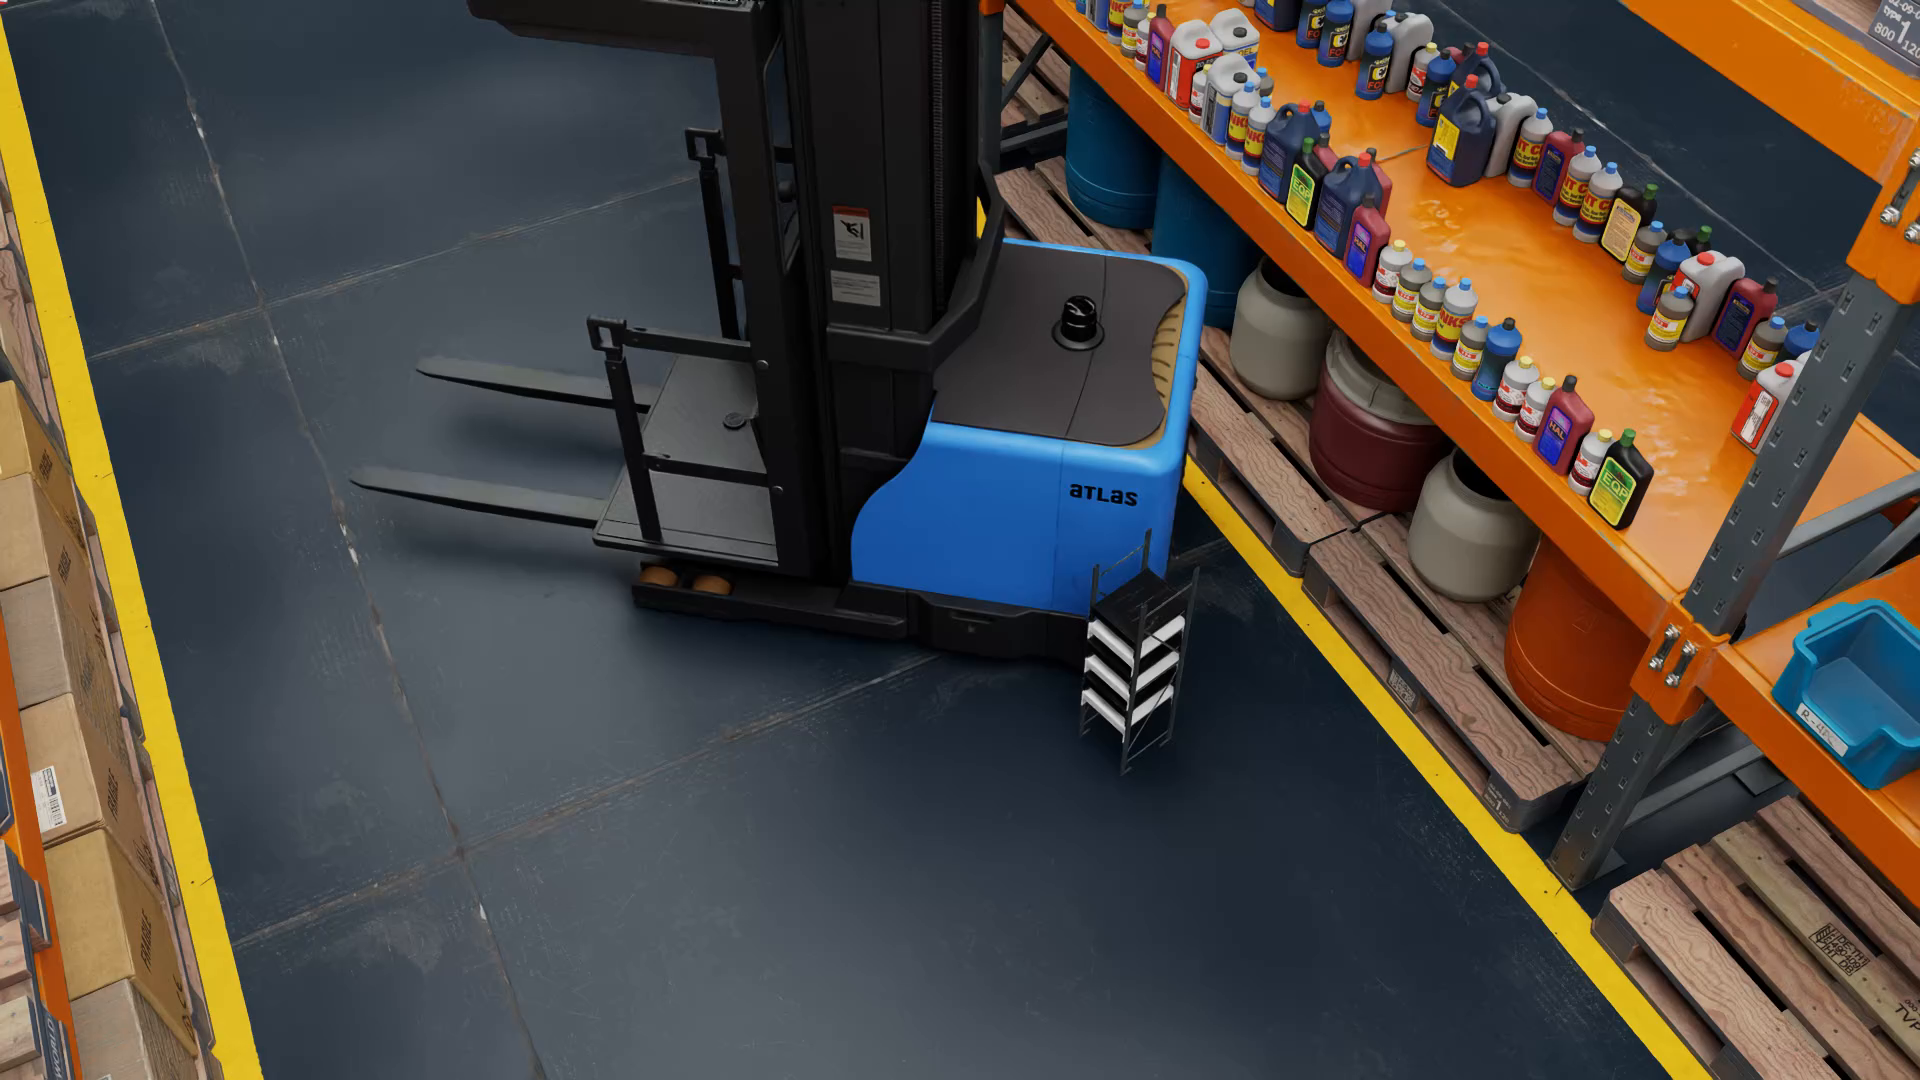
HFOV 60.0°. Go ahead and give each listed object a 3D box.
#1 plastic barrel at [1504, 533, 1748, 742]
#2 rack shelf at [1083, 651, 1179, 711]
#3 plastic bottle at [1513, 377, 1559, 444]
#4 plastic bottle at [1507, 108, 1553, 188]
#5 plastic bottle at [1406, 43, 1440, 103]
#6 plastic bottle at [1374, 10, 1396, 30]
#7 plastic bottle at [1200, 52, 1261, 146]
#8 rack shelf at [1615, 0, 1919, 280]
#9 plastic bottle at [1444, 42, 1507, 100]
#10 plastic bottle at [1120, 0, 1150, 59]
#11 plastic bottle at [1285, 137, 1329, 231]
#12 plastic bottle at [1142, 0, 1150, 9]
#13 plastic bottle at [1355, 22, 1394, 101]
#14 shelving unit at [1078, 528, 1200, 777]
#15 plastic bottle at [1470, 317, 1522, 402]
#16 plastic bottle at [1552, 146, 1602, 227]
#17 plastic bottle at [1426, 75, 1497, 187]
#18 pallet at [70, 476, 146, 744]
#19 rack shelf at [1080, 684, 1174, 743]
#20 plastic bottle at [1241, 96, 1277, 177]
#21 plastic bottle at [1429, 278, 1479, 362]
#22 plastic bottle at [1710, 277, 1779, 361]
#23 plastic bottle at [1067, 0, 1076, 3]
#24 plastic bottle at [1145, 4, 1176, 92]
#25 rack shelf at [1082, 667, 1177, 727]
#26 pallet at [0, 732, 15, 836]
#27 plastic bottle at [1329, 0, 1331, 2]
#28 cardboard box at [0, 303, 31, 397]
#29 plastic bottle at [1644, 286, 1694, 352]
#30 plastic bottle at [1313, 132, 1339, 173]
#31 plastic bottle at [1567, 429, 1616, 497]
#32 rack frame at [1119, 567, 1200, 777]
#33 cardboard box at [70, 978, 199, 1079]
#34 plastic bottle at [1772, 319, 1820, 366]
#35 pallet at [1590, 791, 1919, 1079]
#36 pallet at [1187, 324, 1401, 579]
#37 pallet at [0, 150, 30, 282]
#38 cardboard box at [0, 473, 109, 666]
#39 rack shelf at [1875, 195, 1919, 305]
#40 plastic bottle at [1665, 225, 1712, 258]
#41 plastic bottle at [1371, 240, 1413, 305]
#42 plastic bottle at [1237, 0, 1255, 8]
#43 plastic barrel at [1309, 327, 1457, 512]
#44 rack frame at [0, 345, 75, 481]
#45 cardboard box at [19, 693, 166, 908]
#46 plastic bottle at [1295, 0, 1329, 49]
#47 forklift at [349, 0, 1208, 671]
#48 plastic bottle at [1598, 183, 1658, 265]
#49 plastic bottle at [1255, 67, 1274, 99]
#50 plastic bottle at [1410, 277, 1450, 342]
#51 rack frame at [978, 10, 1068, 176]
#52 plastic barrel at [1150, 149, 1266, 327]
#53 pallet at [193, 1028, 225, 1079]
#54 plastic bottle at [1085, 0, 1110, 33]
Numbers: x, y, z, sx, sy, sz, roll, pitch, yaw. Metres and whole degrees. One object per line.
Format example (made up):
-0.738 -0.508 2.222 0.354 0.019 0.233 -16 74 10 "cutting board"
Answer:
2.113 0.174 5.268 0.600 0.830 0.708 -21 52 -18 "plastic barrel"
0.559 0.400 5.347 0.258 0.077 0.200 -33 56 -25 "rack shelf"
1.645 -0.377 4.719 0.097 0.201 0.097 0 49 0 "plastic bottle"
1.884 -1.300 5.479 0.097 0.271 0.097 0 49 0 "plastic bottle"
1.632 -1.645 5.828 0.097 0.201 0.097 0 49 0 "plastic bottle"
1.526 -1.800 5.964 0.097 0.201 0.097 0 49 0 "plastic bottle"
0.925 -1.501 5.653 0.152 0.276 0.135 -21 52 -18 "plastic bottle"
1.437 -2.170 4.641 1.077 0.370 4.000 -21 52 -18 "rack shelf"
1.737 -1.502 5.604 0.144 0.351 0.185 -21 52 -18 "plastic bottle"
0.635 -1.855 6.011 0.097 0.201 0.097 0 49 0 "plastic bottle"
1.119 -1.144 5.336 0.061 0.283 0.133 -21 52 -18 "plastic bottle"
0.665 -2.062 6.193 0.097 0.201 0.097 0 49 0 "plastic bottle"
1.453 -1.681 5.813 0.097 0.271 0.097 0 49 0 "plastic bottle"
0.559 0.378 5.322 0.258 0.900 0.210 -33 56 -25 "shelving unit"
1.556 -0.531 4.807 0.097 0.271 0.097 0 49 0 "plastic bottle"
1.990 -1.145 5.344 0.097 0.271 0.097 0 49 0 "plastic bottle"
1.664 -1.360 5.479 0.144 0.351 0.185 -21 52 -18 "plastic bottle"
-3.479 0.395 5.764 1.003 0.211 1.213 -21 52 -18 "pallet"
0.559 0.518 5.482 0.258 0.077 0.200 -33 56 -25 "rack shelf"
0.998 -1.348 5.521 0.097 0.271 0.097 0 49 0 "plastic bottle"
1.467 -0.661 4.921 0.097 0.271 0.097 0 49 0 "plastic bottle"
2.332 -0.679 4.929 0.061 0.283 0.133 -21 52 -18 "plastic bottle"
0.440 -2.140 6.261 0.097 0.201 0.097 0 49 0 "plastic bottle"
0.716 -1.733 5.850 0.061 0.283 0.133 -21 52 -18 "plastic bottle"
0.559 0.459 5.415 0.258 0.077 0.200 -33 56 -25 "rack shelf"
-2.948 0.386 4.047 1.003 0.211 1.213 -21 52 -18 "pallet"
1.387 -1.983 6.074 0.152 0.276 0.135 -21 52 -18 "plastic bottle"
-3.884 -0.670 6.337 0.500 0.311 0.500 -21 52 -18 "cardboard box"
2.127 -0.671 4.976 0.097 0.201 0.097 0 49 0 "plastic bottle"
1.173 -1.165 5.354 0.061 0.283 0.133 -21 52 -18 "plastic bottle"
1.751 -0.223 4.584 0.097 0.201 0.097 0 49 0 "plastic bottle"
0.625 0.436 5.271 0.240 0.900 0.006 -33 56 -25 "rack frame"
-2.253 1.549 4.271 0.500 0.500 0.500 -23 53 -19 "cardboard box"
2.413 -0.527 4.803 0.097 0.271 0.097 0 49 0 "plastic bottle"
2.672 1.369 4.913 1.003 0.211 1.213 -21 52 -18 "pallet"
1.400 -0.492 6.540 1.003 0.211 1.213 -21 52 -18 "pallet"
-4.760 -1.414 7.347 1.003 0.211 1.213 -21 52 -18 "pallet"
-3.185 0.189 5.460 0.500 0.500 0.500 -21 52 -17 "cardboard box"
3.267 0.507 2.299 1.077 0.370 4.000 -21 52 -18 "rack shelf"
2.209 -0.859 5.086 0.061 0.283 0.133 -21 52 -18 "plastic bottle"
1.334 -0.833 5.118 0.097 0.201 0.097 0 49 0 "plastic bottle"
1.105 -2.190 6.205 0.144 0.351 0.185 -21 52 -18 "plastic bottle"
1.596 -0.503 6.020 0.600 0.588 0.708 -21 52 -18 "plastic barrel"
-3.884 -1.055 5.180 1.000 3.000 0.127 -21 52 -18 "rack frame"
-2.721 0.864 4.870 0.500 0.500 0.500 -23 53 -19 "cardboard box"
1.285 -1.926 6.027 0.097 0.271 0.097 0 49 0 "plastic bottle"
-0.714 -1.065 5.235 3.031 2.935 1.130 8 49 7 "forklift"
2.103 -1.013 5.221 0.061 0.283 0.133 -21 52 -18 "plastic bottle"
1.027 -1.532 5.729 0.097 0.201 0.097 0 49 0 "plastic bottle"
1.423 -0.703 5.004 0.097 0.201 0.097 0 49 0 "plastic bottle"
0.522 -2.758 6.670 1.000 3.000 0.127 -21 52 -18 "rack frame"
1.079 -1.362 6.563 0.600 0.901 0.708 -21 52 -18 "plastic barrel"
-2.362 2.028 4.336 1.003 0.211 1.213 -21 52 -18 "pallet"
0.562 -2.031 6.116 0.152 0.276 0.135 -21 52 -18 "plastic bottle"
